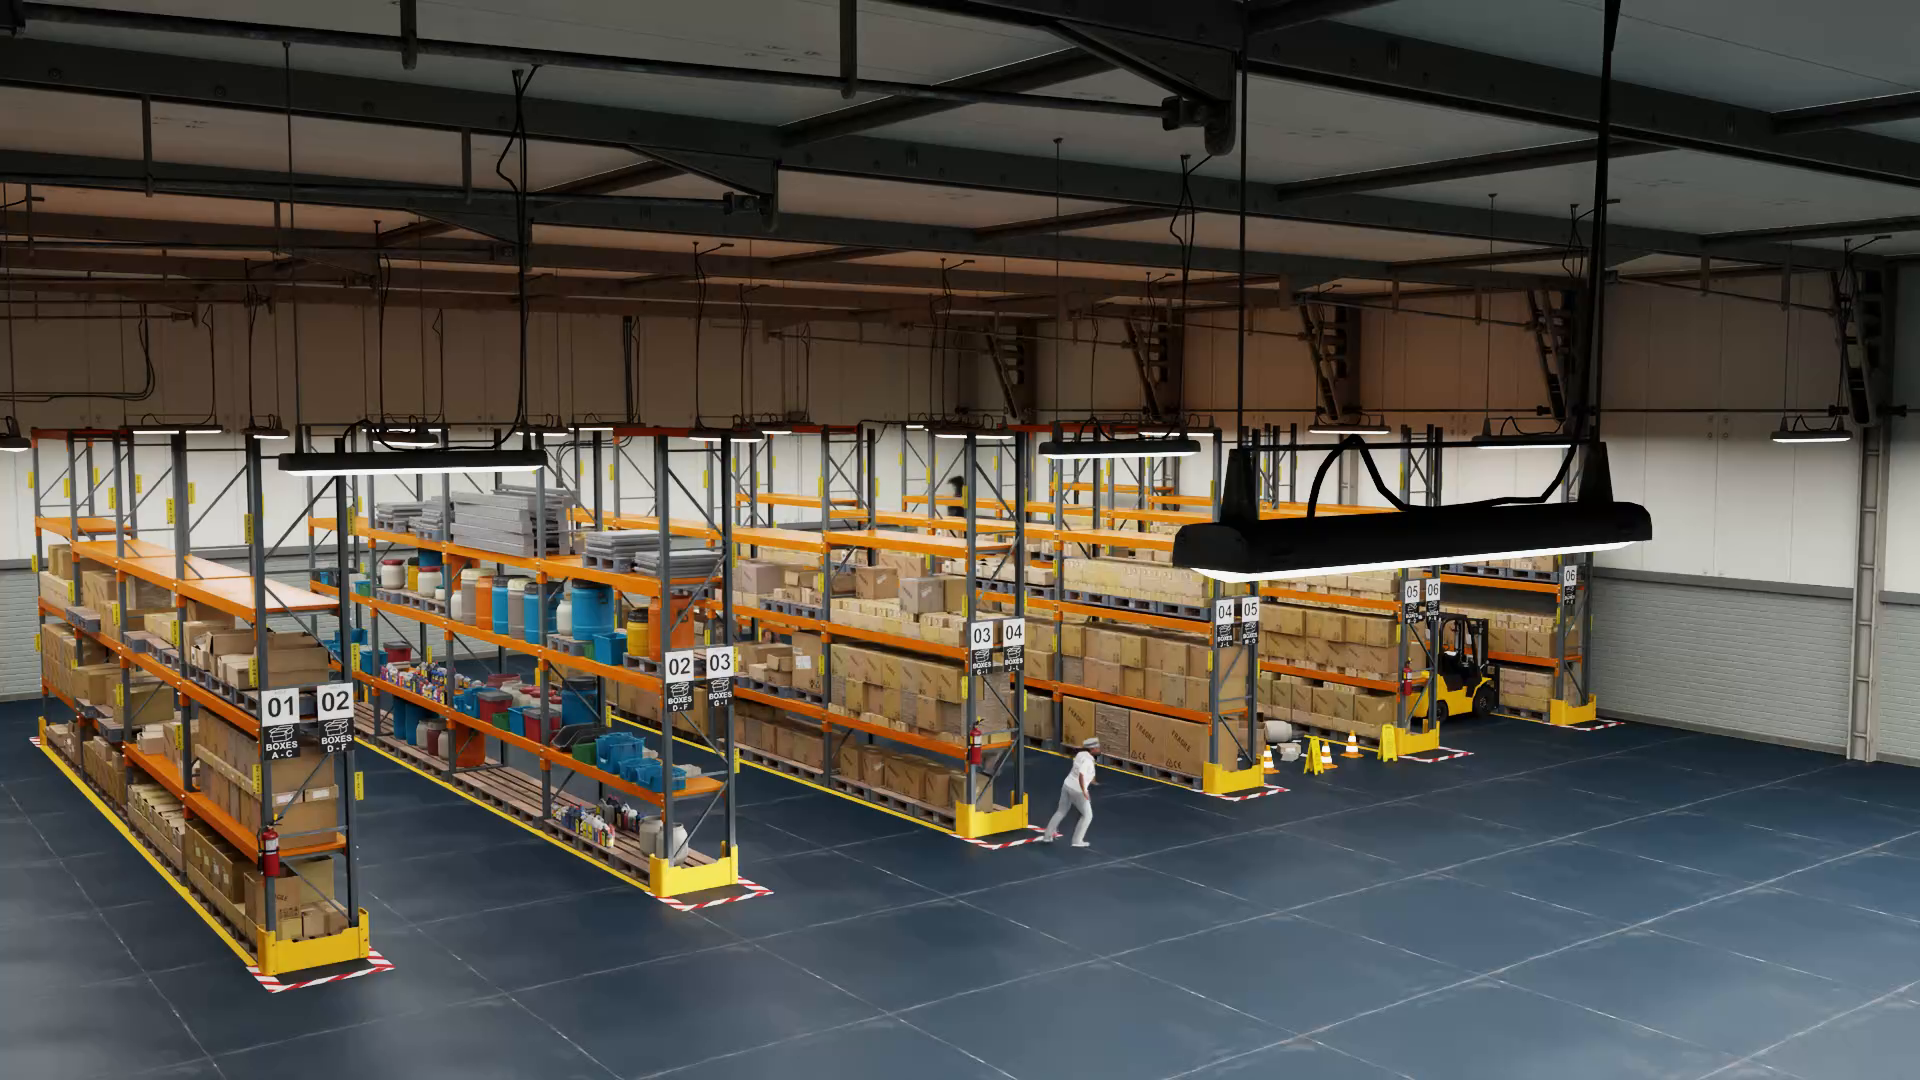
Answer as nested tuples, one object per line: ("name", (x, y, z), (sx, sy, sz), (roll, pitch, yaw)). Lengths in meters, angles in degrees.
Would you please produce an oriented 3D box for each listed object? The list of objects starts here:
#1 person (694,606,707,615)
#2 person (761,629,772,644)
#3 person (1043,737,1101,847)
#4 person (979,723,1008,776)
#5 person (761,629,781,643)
("person", (-6.256, 2.291, 40.639), (0.708, 1.757, 0.852), (0, 4, 5))
("person", (-4.227, 2.708, 35.671), (0.963, 1.652, 0.571), (4, 6, 44))
("person", (1.649, 3.654, 24.120), (0.859, 1.600, 0.633), (-2, 5, -25))
("person", (0.518, 3.244, 28.867), (0.572, 1.671, 0.659), (3, 5, 32))
("person", (-4.977, 2.076, 43.443), (0.575, 1.709, 0.849), (2, 5, 24))
